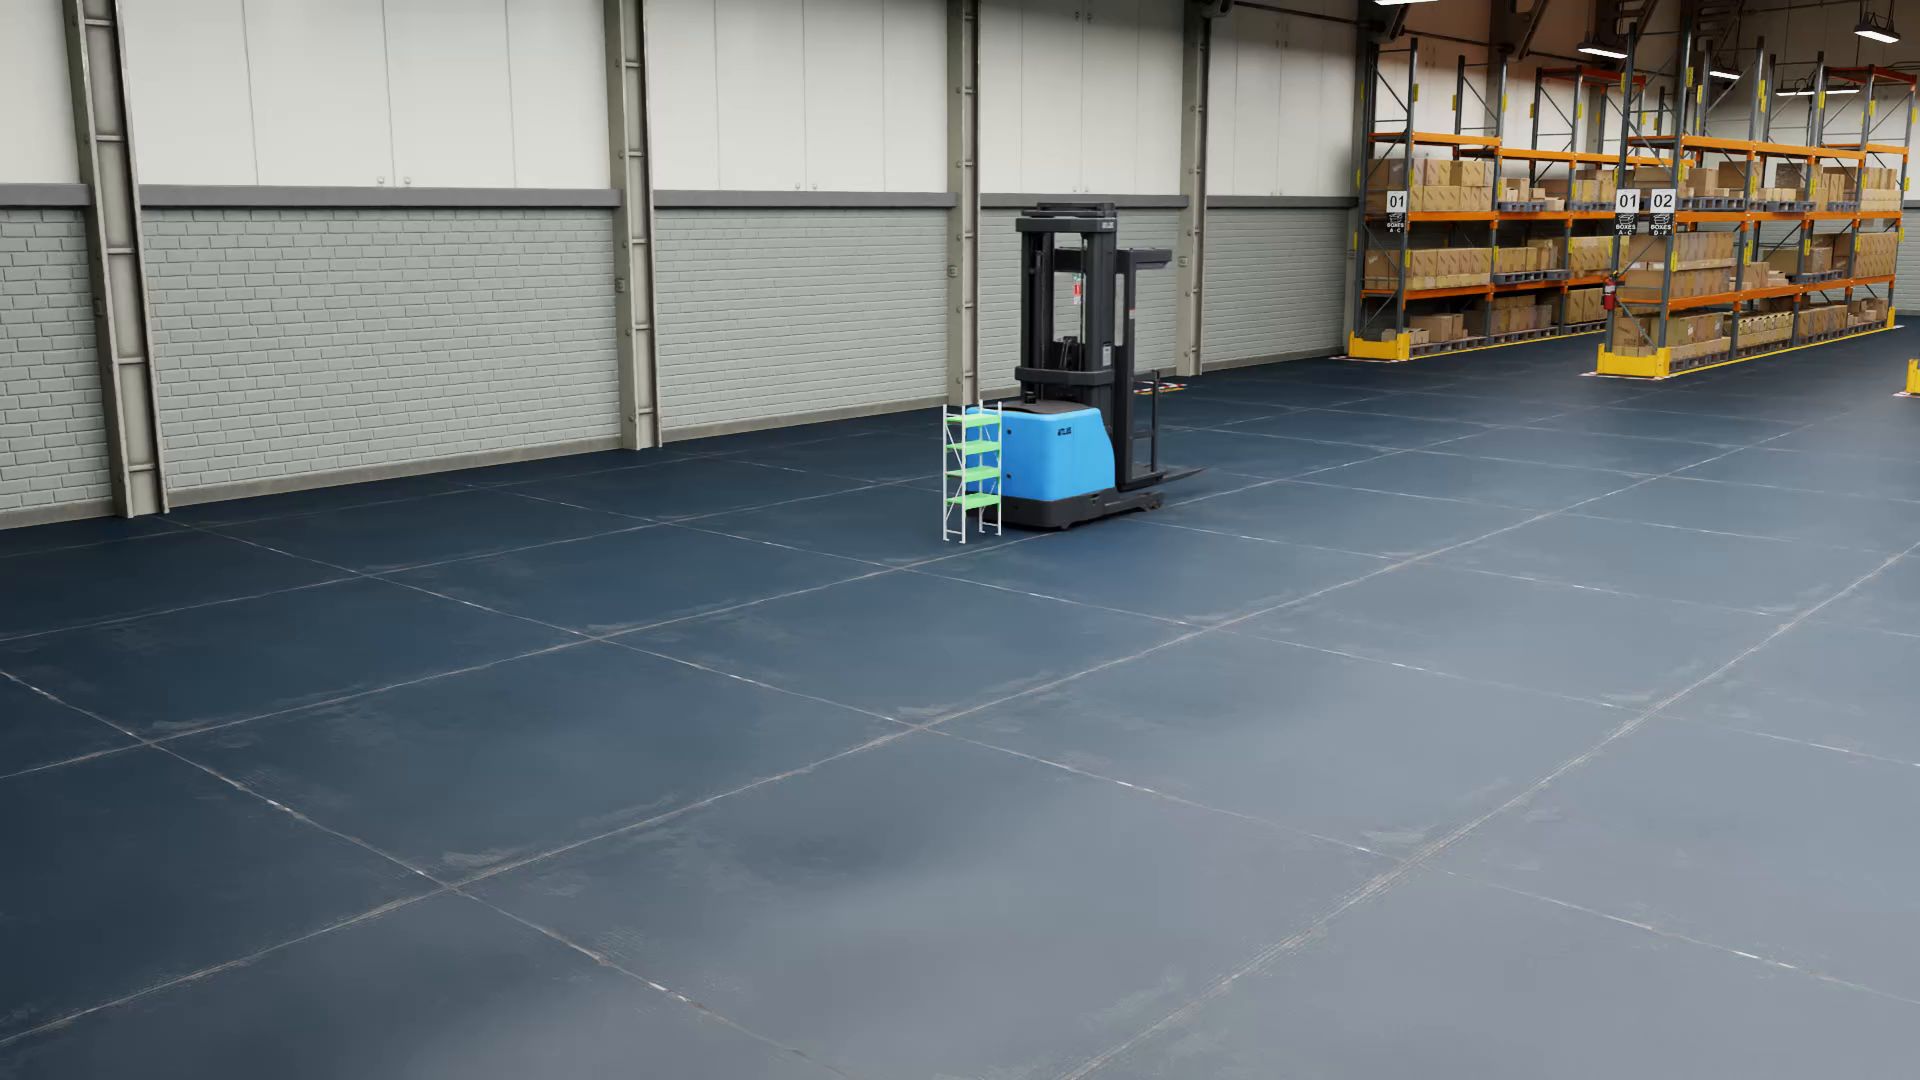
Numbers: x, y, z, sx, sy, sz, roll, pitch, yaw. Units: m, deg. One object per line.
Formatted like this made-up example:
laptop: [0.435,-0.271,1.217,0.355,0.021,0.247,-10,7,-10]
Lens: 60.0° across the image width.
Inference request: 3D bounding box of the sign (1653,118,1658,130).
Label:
sign: [18.312,-10.947,43.755,0.100,0.325,0.005,10,15,40]

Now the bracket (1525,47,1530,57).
bracket: [12.477,-10.862,36.931,0.235,0.232,0.430,10,15,40]

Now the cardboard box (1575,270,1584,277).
cardboard box: [14.247,-6.189,38.629,0.380,0.149,0.250,10,15,42]

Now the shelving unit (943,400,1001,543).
shelving unit: [0.109,-0.613,14.716,0.258,1.200,0.503,10,15,40]

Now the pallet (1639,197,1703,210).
pallet: [12.373,-5.931,29.315,1.003,0.211,1.213,10,15,40]

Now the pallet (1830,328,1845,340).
pallet: [19.300,-4.676,37.585,1.003,0.211,1.213,10,15,40]

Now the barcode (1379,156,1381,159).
barcode: [8.257,-7.516,32.687,0.001,0.075,0.075,10,15,40]

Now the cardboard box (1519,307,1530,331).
cardboard box: [12.274,-4.959,37.142,0.700,0.500,0.500,10,15,40]

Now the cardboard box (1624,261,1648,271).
cardboard box: [11.996,-4.851,29.428,0.380,0.149,0.250,9,15,39]

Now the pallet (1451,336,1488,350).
pallet: [10.387,-4.160,35.002,1.003,0.211,1.213,10,15,40]

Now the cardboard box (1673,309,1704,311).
cardboard box: [13.986,-4.189,32.059,0.500,0.500,0.500,10,15,40]

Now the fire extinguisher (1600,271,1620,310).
fire extinguisher: [11.460,-4.408,29.318,0.296,0.674,0.183,10,15,40]

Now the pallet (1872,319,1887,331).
pallet: [21.873,-5.261,40.512,1.003,0.211,1.213,10,15,40]

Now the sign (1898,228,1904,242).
sign: [22.852,-7.405,40.364,0.100,0.325,0.005,10,15,40]

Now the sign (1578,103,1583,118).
sign: [13.858,-9.590,37.162,0.100,0.325,0.005,10,15,40]

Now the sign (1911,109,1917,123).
sign: [22.852,-10.160,39.813,0.100,0.325,0.005,10,15,40]

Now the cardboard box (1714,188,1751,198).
cardboard box: [14.941,-6.684,32.170,0.500,0.250,0.500,-10,15,-42]

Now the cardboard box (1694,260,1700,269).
cardboard box: [13.156,-4.990,30.123,0.380,0.149,0.250,10,15,40]

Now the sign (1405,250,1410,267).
sign: [8.571,-5.397,31.864,0.100,0.325,0.005,10,15,40]

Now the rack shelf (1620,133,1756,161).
rack shelf: [13.207,-7.090,30.092,1.077,0.370,4.000,10,15,40]

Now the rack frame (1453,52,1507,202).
rack frame: [10.804,-8.573,34.659,1.000,3.000,0.127,10,15,40]

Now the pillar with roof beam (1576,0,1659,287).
pillar with roof beam: [19.131,-9.408,38.841,9.100,9.000,0.548,10,15,40]

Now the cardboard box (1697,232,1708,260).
cardboard box: [13.245,-5.389,30.466,0.700,0.500,0.500,10,15,40]

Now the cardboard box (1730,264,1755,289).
cardboard box: [15.394,-5.229,32.976,0.500,0.500,0.500,-11,16,-43]

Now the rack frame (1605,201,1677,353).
rack frame: [11.887,-4.403,29.096,1.000,3.000,0.127,10,15,40]

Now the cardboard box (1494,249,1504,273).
cardboard box: [11.165,-5.966,35.547,0.700,0.500,0.500,10,15,41]

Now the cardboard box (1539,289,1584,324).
cardboard box: [14.028,-5.463,38.819,0.750,0.750,0.750,10,15,40]

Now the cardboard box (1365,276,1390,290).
cardboard box: [8.326,-5.073,32.783,0.500,0.250,0.500,10,15,41]

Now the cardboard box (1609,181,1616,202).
cardboard box: [15.421,-8.429,40.216,0.700,0.500,0.500,9,14,37]

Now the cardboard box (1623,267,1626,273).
cardboard box: [16.074,-6.608,40.730,0.380,0.149,0.250,10,15,41]

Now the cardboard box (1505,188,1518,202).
cardboard box: [11.631,-7.425,35.725,0.500,0.311,0.500,10,15,42]

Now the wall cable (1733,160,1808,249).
wall cable: [22.727,-9.602,47.738,3.097,2.526,0.112,10,15,40]

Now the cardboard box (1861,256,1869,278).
cardboard box: [20.685,-6.333,38.504,0.500,0.500,0.500,10,15,41]

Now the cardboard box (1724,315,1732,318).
cardboard box: [15.249,-4.371,33.453,0.500,0.311,0.500,10,15,40]

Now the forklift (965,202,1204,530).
forklift: [1.336,-1.767,16.073,1.130,2.935,3.031,9,14,38]

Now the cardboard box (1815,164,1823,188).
cardboard box: [18.134,-7.804,35.656,0.500,0.500,0.500,10,15,40]

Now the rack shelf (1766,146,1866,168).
rack shelf: [18.488,-8.267,35.985,1.077,0.370,4.000,10,15,40]

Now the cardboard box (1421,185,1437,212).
cardboard box: [8.953,-6.664,32.452,0.500,0.500,0.500,-11,16,-44]

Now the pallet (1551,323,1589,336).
pallet: [14.021,-4.959,38.998,1.003,0.211,1.213,10,15,40]

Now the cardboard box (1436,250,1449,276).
cardboard box: [9.384,-5.525,33.131,0.500,0.500,0.500,9,14,39]

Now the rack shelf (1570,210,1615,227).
rack shelf: [14.765,-7.632,39.443,1.077,0.370,4.000,10,15,40]

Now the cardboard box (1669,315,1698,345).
cardboard box: [13.057,-3.827,30.248,0.500,0.500,0.500,10,15,40]

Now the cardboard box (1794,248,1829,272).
cardboard box: [18.688,-6.155,36.543,0.700,0.500,0.500,6,13,26]

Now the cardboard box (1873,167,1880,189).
cardboard box: [20.863,-8.385,38.566,0.700,0.500,0.500,10,15,40]

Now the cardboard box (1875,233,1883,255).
cardboard box: [21.351,-6.968,39.133,0.500,0.500,0.500,10,15,42]

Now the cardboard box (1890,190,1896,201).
cardboard box: [21.971,-8.217,39.642,0.500,0.250,0.500,10,15,40]

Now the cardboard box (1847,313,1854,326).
cardboard box: [20.248,-5.099,38.325,0.500,0.311,0.500,10,15,40]

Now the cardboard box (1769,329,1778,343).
cardboard box: [16.332,-4.179,33.922,0.500,0.250,0.500,10,15,42]

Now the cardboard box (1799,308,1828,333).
cardboard box: [18.700,-4.828,36.485,0.500,0.500,0.500,9,14,38]
